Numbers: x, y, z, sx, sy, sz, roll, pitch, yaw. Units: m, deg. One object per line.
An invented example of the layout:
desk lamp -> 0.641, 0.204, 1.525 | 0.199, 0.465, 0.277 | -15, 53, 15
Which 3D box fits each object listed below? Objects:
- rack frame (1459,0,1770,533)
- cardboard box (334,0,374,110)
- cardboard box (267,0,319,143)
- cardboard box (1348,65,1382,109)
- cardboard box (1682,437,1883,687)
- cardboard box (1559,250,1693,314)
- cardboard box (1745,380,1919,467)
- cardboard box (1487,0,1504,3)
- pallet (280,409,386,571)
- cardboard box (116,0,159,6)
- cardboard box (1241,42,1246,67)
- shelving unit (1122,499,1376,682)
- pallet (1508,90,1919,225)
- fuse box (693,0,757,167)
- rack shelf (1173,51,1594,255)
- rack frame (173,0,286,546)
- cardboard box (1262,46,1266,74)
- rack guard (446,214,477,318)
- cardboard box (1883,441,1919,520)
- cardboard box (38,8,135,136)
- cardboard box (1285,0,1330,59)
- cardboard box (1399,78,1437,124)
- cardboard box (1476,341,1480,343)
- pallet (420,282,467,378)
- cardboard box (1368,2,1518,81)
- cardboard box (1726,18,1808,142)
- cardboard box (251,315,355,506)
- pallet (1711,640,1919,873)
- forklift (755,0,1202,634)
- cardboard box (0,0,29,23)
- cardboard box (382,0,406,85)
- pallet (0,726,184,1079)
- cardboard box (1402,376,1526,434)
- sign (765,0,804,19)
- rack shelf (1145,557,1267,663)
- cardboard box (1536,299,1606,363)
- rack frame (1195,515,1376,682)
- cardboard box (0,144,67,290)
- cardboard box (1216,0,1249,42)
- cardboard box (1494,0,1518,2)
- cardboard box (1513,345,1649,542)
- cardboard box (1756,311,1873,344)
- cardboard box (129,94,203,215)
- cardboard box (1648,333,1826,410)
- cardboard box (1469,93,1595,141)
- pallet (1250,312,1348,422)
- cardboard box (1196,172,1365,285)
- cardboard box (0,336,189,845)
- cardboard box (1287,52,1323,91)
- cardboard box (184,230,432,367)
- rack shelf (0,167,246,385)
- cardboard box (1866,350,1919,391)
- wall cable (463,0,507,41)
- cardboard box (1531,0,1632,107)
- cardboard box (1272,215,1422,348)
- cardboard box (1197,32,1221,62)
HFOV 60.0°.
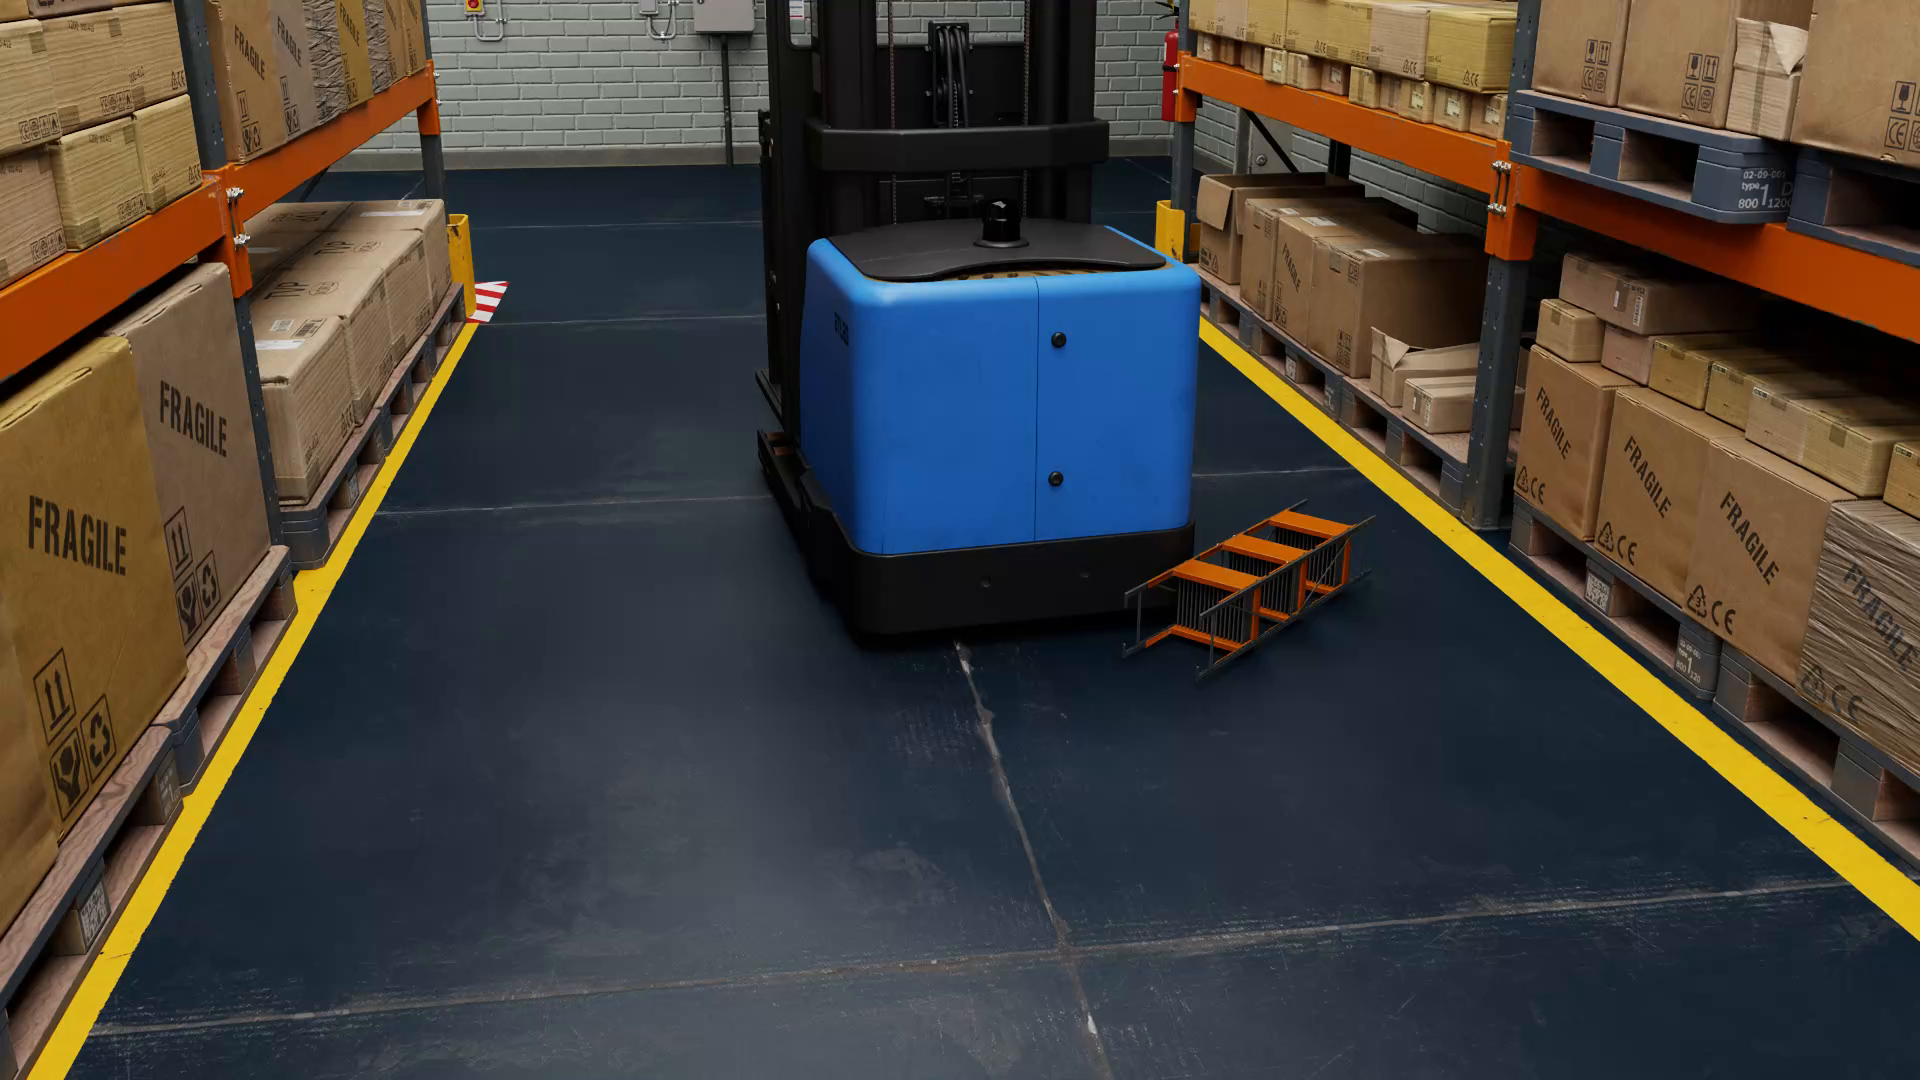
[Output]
rack frame -> 2.274, -1.475, 5.378 | 1.000, 3.000, 0.127 | -3, 21, -8
cardboard box -> -2.654, -1.971, 6.564 | 0.500, 0.500, 0.500 | -2, 21, -6
cardboard box -> -2.515, -1.620, 5.624 | 0.500, 0.500, 0.500 | -3, 21, -7
cardboard box -> 1.782, -1.812, 6.639 | 0.380, 0.149, 0.250 | -3, 21, -9
cardboard box -> 2.275, 0.035, 4.308 | 0.500, 0.500, 0.500 | -4, 21, -9
cardboard box -> 2.122, -0.809, 5.216 | 0.380, 0.149, 0.250 | -3, 21, -9
cardboard box -> 2.279, -0.304, 4.288 | 0.380, 0.149, 0.250 | -3, 21, -8
cardboard box -> 2.318, -2.081, 6.790 | 0.500, 0.250, 0.500 | -2, 21, -7
pallet -> -2.670, -0.184, 5.908 | 1.003, 0.211, 1.213 | -3, 21, -8
cardboard box -> -2.325, -1.596, 4.132 | 0.500, 0.500, 0.500 | -2, 21, -6
cardboard box -> 1.628, -2.440, 8.320 | 0.380, 0.149, 0.250 | -3, 21, -8
shelving unit -> 0.894, 0.129, 5.020 | 0.252, 0.215, 1.050 | 16, 26, 37
pallet -> 2.281, -1.103, 4.656 | 1.003, 0.211, 1.213 | -3, 21, -8
fuse box -> -1.951, -4.011, 14.010 | 0.539, 1.711, 0.414 | -3, 21, -8
rack shelf -> 1.985, -1.830, 7.358 | 1.077, 0.370, 4.000 | -3, 21, -8
rack frame -> -2.638, -1.223, 4.704 | 1.000, 3.000, 0.127 | -3, 21, -8
cardboard box -> 1.647, -2.257, 7.832 | 0.380, 0.149, 0.250 | -3, 21, -7
rack guard -> -3.218, -1.446, 8.872 | 1.175, 0.500, 0.348 | -3, 21, -8
cardboard box -> 2.380, -0.126, 3.812 | 0.380, 0.149, 0.250 | -3, 21, -8
cardboard box -> -2.254, -1.074, 3.805 | 0.500, 0.250, 0.500 | -2, 21, -6
cardboard box -> 1.740, -2.232, 7.195 | 0.500, 0.250, 0.500 | -3, 21, -9
cardboard box -> 1.857, -1.633, 6.159 | 0.380, 0.149, 0.250 | -2, 21, -6
cardboard box -> 2.350, -0.727, 6.850 | 0.380, 0.149, 0.250 | -3, 21, -8
pallet -> -3.022, -1.029, 8.169 | 1.003, 0.211, 1.213 | -3, 21, -8
cardboard box -> 1.872, -1.881, 6.254 | 0.500, 0.250, 0.500 | -3, 21, -8
cardboard box -> 2.094, -1.108, 3.988 | 0.396, 0.266, 0.258 | -2, 21, -5
cardboard box -> -2.622, -0.443, 5.676 | 0.875, 0.438, 0.875 | -3, 21, -9
pallet -> 2.607, 0.534, 3.984 | 1.003, 0.211, 1.213 | -3, 21, -8
forklift -> -0.155, -1.585, 5.771 | 1.130, 2.935, 3.031 | -5, 21, -13
cardboard box -> -2.189, -1.241, 3.180 | 0.500, 0.500, 0.500 | -2, 21, -6
cardboard box -> -2.825, -2.327, 7.516 | 0.500, 0.500, 0.500 | -3, 21, -9
pallet -> -2.273, 0.770, 3.354 | 1.003, 0.211, 1.213 | -3, 21, -8
cardboard box -> 1.903, -0.514, 6.280 | 0.380, 0.149, 0.250 | -4, 21, -9
sign -> -1.492, -4.667, 14.060 | 0.329, 0.494, 0.001 | -3, 21, -8
rack shelf -> 0.711, 0.207, 4.811 | 0.240, 0.215, 0.259 | 16, 26, 37
cardboard box -> 2.062, -0.667, 5.260 | 0.380, 0.149, 0.250 | -2, 21, -5
rack frame -> 0.988, 0.156, 4.947 | 0.008, 0.200, 1.050 | 16, 26, 37
cardboard box -> -2.197, -0.658, 3.406 | 0.500, 0.250, 0.500 | -3, 21, -9
cardboard box -> 1.569, -2.584, 8.136 | 0.500, 0.250, 0.500 | -3, 21, -7
cardboard box -> 2.322, -2.424, 6.637 | 0.500, 0.500, 0.500 | -3, 21, -9
cardboard box -> 2.121, -0.322, 5.263 | 0.500, 0.500, 0.500 | -2, 21, -5
cardboard box -> 2.655, -0.601, 5.083 | 0.380, 0.149, 0.250 | -3, 21, -8
cardboard box -> -2.324, -1.010, 4.349 | 0.500, 0.250, 0.500 | -3, 21, -9
cardboard box -> 2.227, -0.487, 4.777 | 0.380, 0.149, 0.250 | -4, 21, -11
cardboard box -> 1.978, -1.455, 5.683 | 0.380, 0.149, 0.250 | -3, 21, -7
pallet -> 1.996, -0.830, 7.636 | 1.003, 0.211, 1.213 | -3, 21, -8
cardboard box -> 1.691, -1.671, 8.869 | 0.797, 0.503, 0.637 | -4, 21, -10
cardboard box -> -2.331, 0.098, 3.602 | 0.875, 0.875, 0.875 | -2, 21, -6
cardboard box -> 1.668, -2.076, 7.346 | 0.380, 0.149, 0.250 | -2, 21, -7
cardboard box -> -2.880, -1.065, 7.341 | 0.875, 0.438, 0.875 | -2, 21, -6
rack shelf -> -2.349, -0.194, 2.976 | 1.077, 0.370, 4.000 | -3, 21, -8
cardboard box -> 2.762, -0.430, 4.625 | 0.380, 0.149, 0.250 | -4, 21, -10
wall cable -> -4.050, -5.050, 13.453 | 0.585, 1.953, 0.123 | -3, 21, -8
cardboard box -> 2.122, -1.540, 4.808 | 0.700, 0.500, 0.500 | -2, 21, -6
cardboard box -> 1.753, -1.183, 7.569 | 0.500, 0.500, 0.500 | -3, 21, -7
cardboard box -> 1.473, -2.614, 8.788 | 0.380, 0.149, 0.250 | -3, 21, -8
